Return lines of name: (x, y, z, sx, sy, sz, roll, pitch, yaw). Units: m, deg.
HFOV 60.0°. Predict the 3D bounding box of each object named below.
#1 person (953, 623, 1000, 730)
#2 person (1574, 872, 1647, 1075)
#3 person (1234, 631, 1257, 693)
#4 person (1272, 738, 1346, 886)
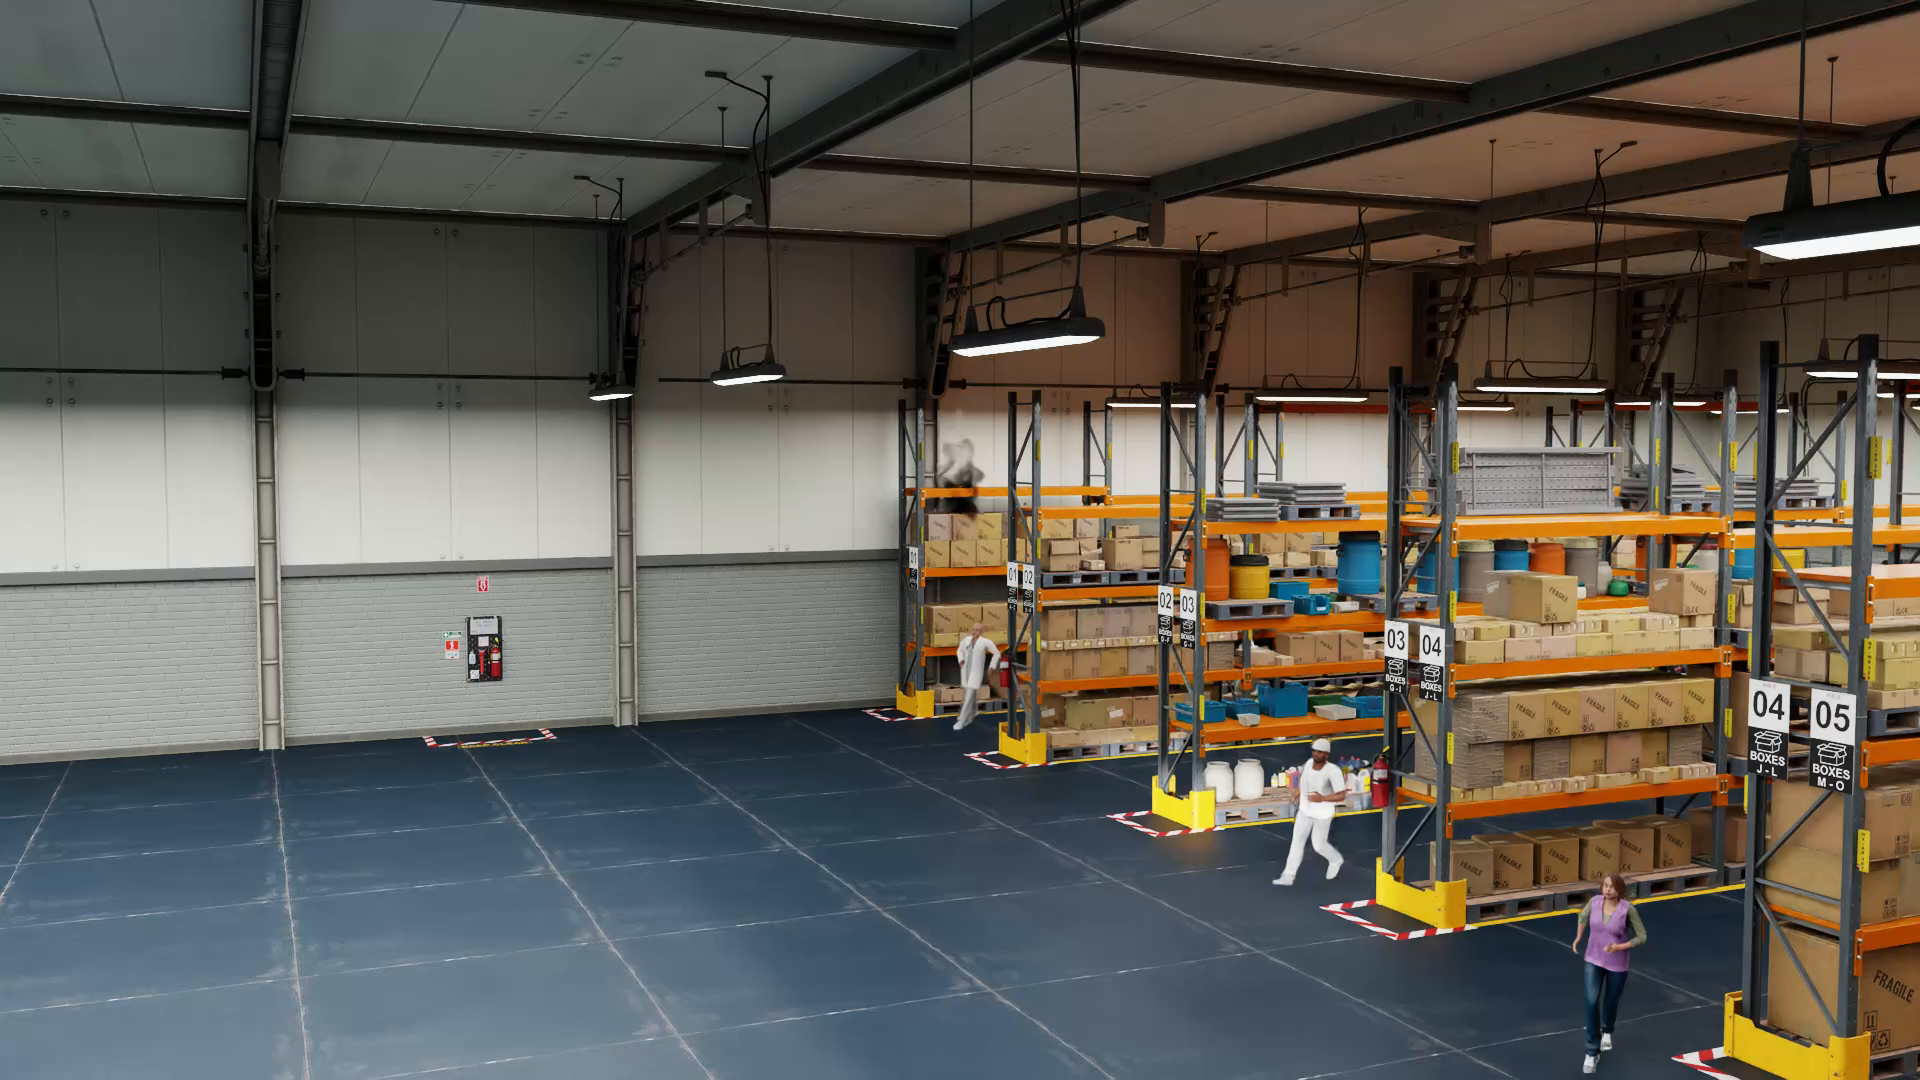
person: (0.252, 2.319, 28.471, 0.772, 1.812, 0.930, 2, 4, 33)
person: (5.394, 3.561, 13.801, 0.569, 1.650, 0.712, 2, 4, 32)
person: (5.383, 2.471, 31.220, 0.938, 1.674, 0.614, -2, 4, -29)
person: (4.108, 3.130, 19.130, 1.043, 1.723, 0.737, -3, 4, -38)
